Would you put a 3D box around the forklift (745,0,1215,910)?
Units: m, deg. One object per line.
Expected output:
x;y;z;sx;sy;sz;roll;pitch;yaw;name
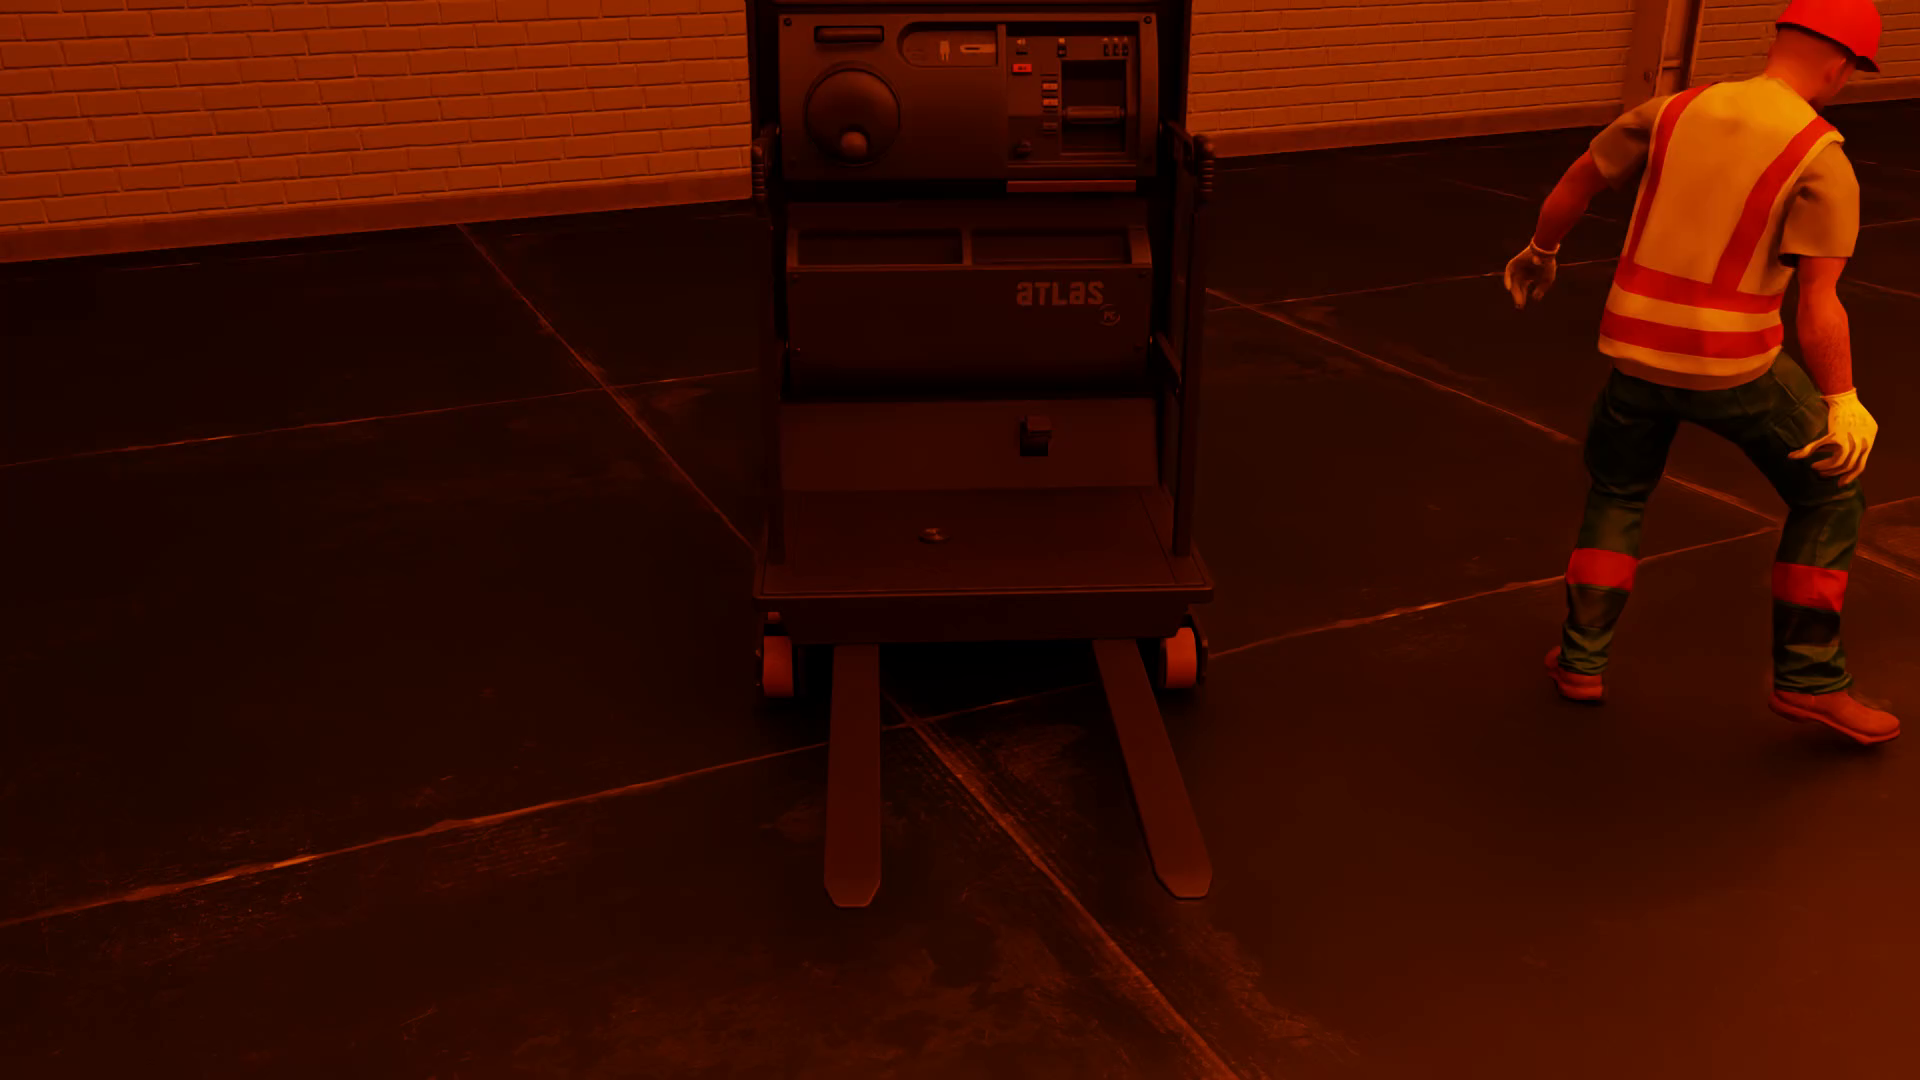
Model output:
0.035;-1.081;3.889;1.130;2.935;3.031;-1;23;-3;forklift

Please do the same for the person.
1.762;-0.415;3.927;0.527;1.719;1.122;-17;28;-35;person
